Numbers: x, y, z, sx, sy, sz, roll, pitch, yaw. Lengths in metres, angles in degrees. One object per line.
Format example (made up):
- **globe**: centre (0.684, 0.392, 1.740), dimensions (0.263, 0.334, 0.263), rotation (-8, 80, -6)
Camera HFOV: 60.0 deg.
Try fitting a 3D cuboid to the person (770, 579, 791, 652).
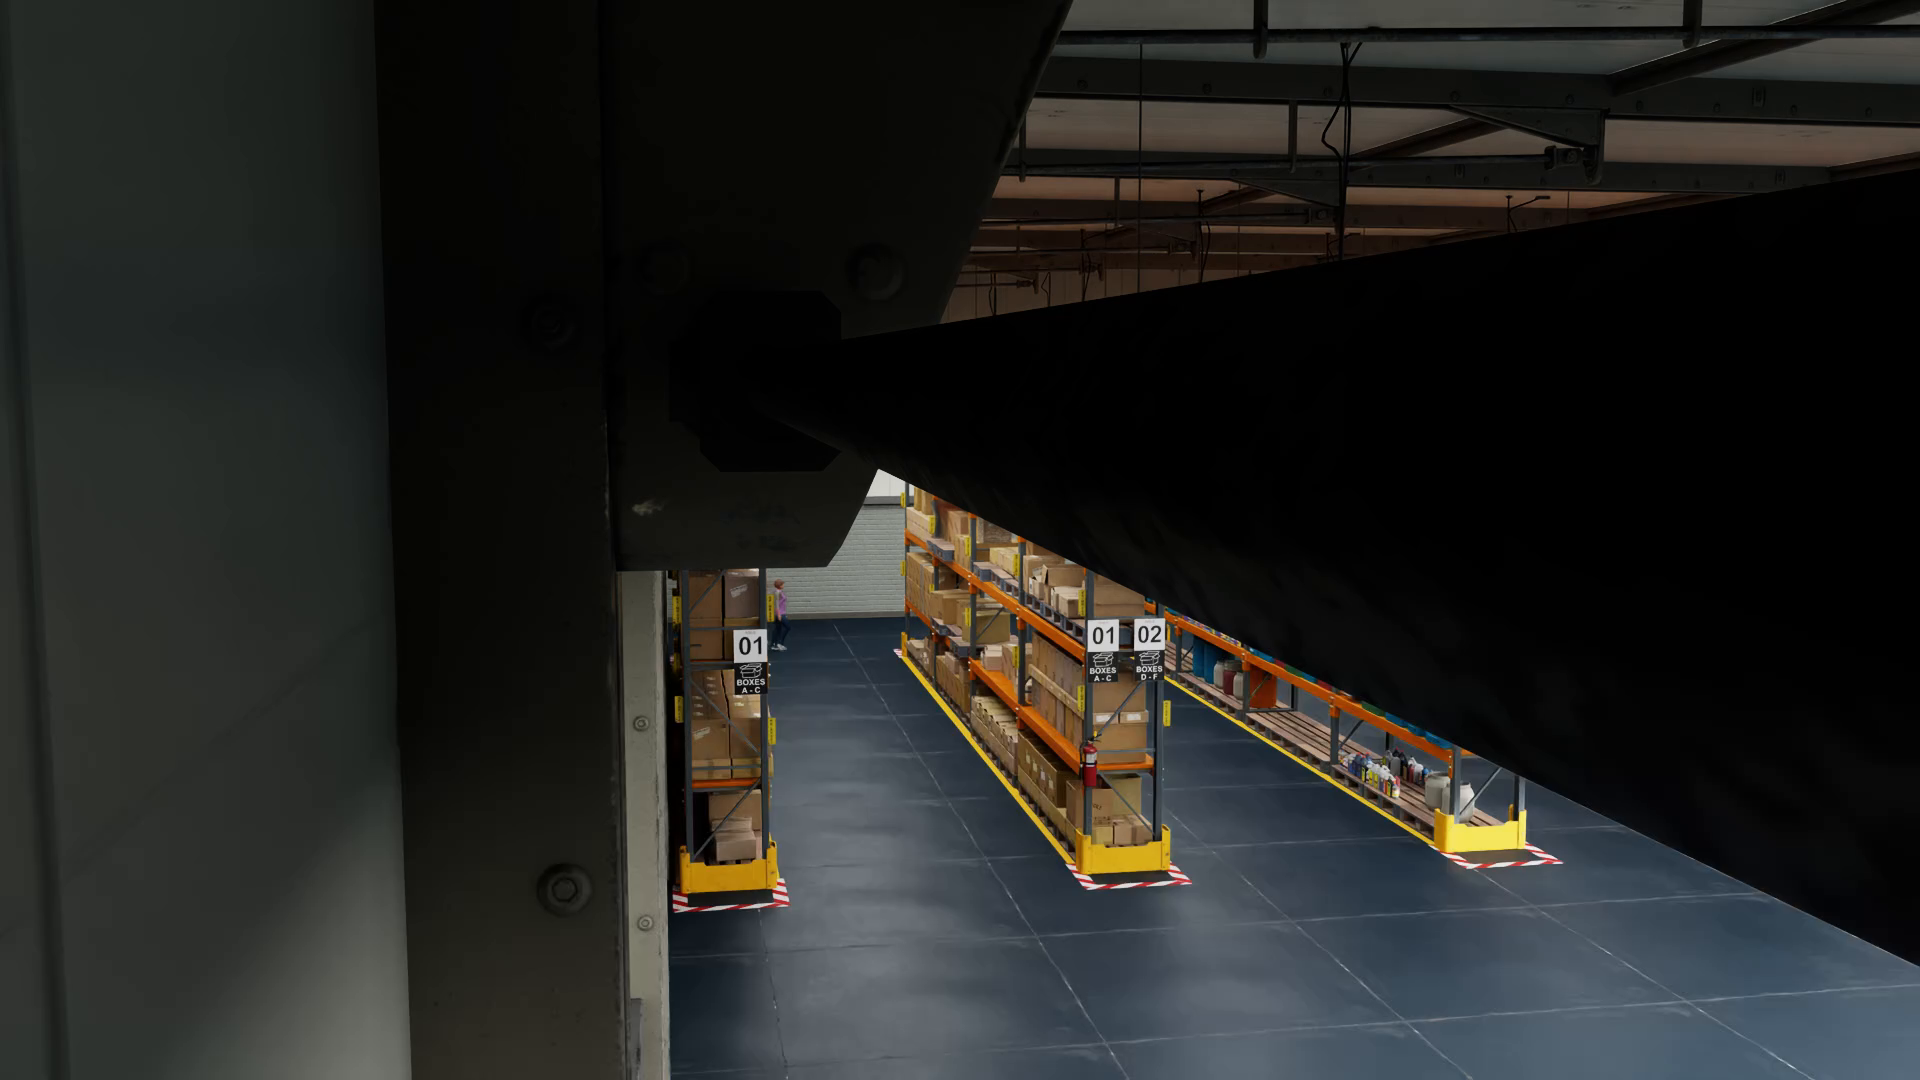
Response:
- **person**: centre (-4.029, 1.683, 37.202), dimensions (0.445, 1.623, 0.440), rotation (-1, 6, -13)
